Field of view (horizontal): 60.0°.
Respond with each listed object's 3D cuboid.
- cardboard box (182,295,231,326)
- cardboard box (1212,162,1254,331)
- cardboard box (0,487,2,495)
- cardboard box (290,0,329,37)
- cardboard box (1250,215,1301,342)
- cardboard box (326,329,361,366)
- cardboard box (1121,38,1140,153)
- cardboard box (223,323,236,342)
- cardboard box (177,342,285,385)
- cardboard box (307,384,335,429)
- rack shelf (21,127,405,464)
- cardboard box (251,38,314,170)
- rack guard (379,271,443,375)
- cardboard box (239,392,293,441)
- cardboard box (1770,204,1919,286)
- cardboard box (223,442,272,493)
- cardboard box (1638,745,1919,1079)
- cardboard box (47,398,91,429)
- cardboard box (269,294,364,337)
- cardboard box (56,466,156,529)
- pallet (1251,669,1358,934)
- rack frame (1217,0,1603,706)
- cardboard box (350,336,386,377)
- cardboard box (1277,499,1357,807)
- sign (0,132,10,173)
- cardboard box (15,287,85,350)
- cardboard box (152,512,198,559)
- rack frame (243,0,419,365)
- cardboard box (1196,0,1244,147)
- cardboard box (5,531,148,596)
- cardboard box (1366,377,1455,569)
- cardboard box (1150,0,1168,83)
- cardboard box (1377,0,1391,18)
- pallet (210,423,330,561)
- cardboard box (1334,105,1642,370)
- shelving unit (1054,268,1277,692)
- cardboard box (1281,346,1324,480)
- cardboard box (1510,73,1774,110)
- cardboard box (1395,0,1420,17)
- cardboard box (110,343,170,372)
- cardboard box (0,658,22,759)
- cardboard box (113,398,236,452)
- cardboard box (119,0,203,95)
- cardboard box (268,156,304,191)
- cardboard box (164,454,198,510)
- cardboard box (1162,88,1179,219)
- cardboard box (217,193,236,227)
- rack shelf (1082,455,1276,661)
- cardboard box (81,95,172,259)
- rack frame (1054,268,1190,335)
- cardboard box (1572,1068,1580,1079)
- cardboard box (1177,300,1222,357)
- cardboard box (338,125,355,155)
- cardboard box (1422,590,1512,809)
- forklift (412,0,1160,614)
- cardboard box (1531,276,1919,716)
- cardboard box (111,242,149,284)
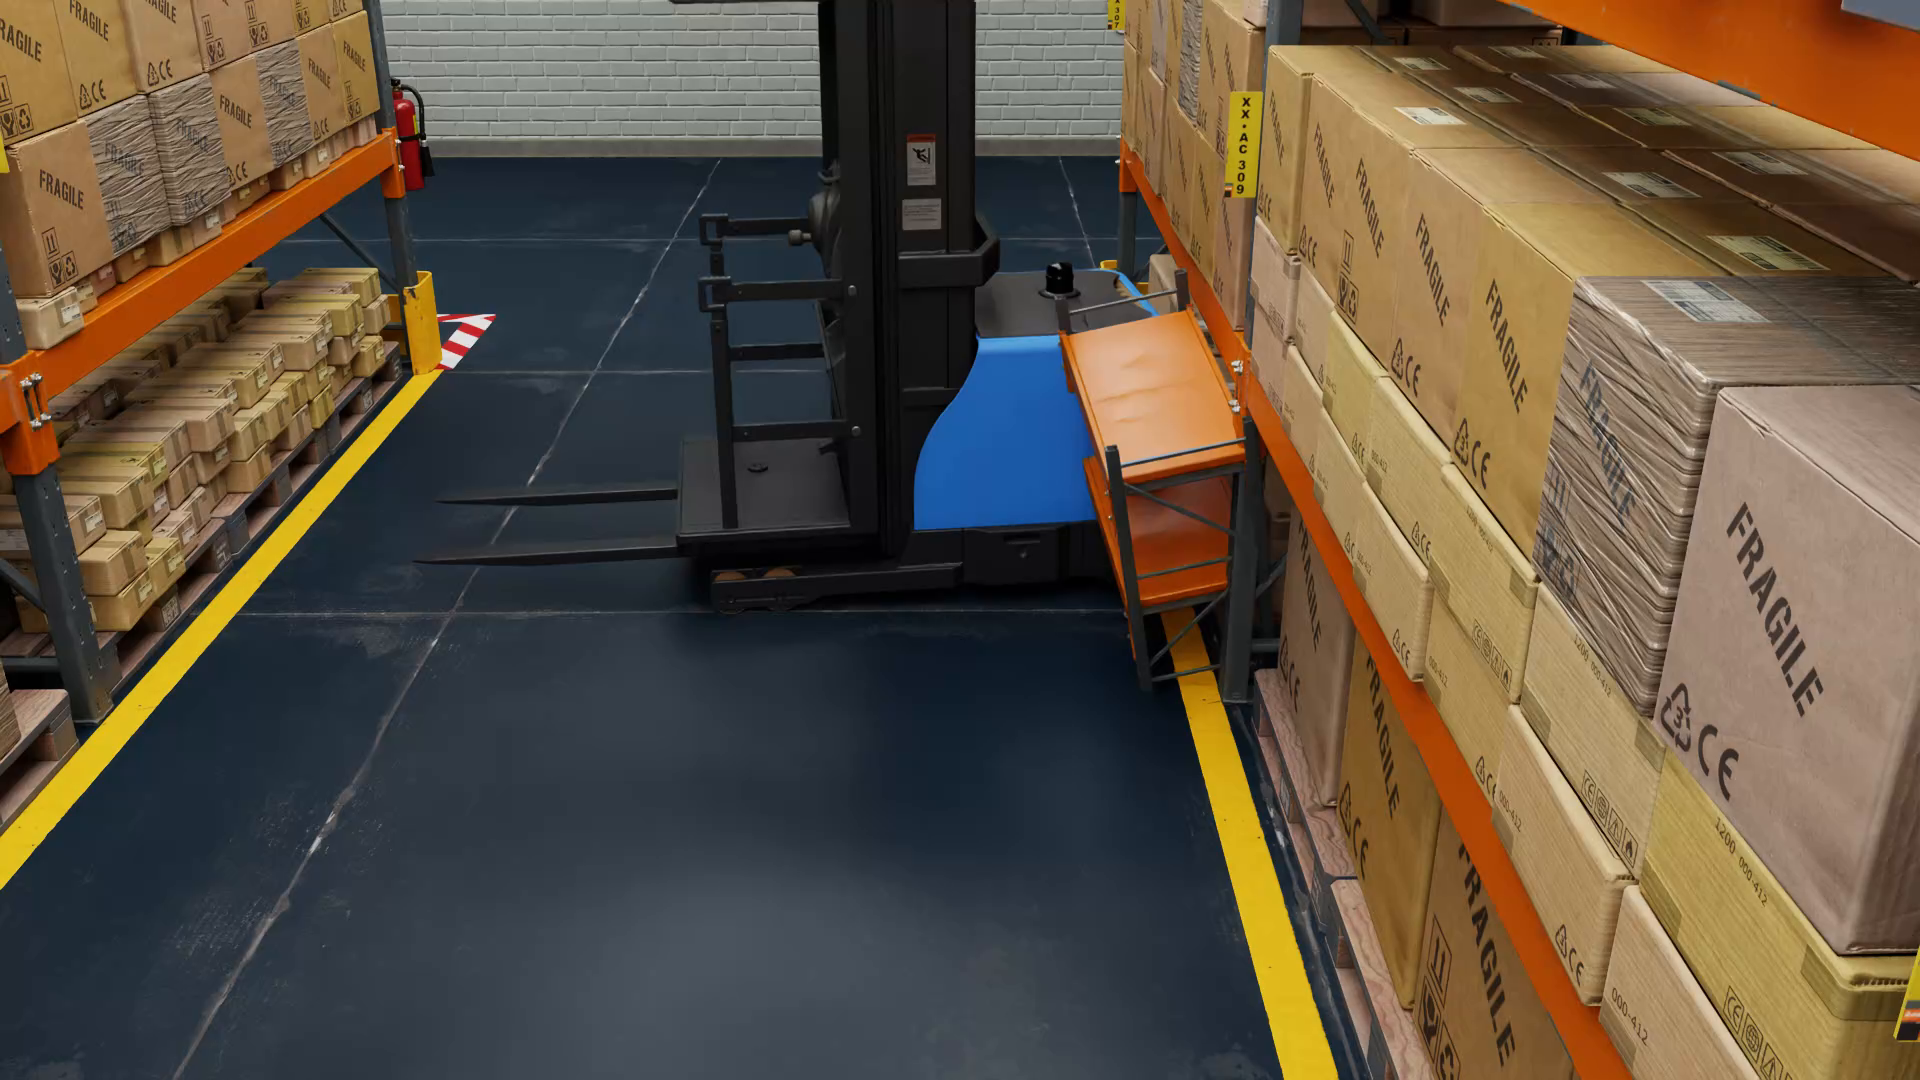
[{"bbox_3d":[-3.890,-1.116,8.306,0.380,0.149,0.250,0,24,-1],"label":"cardboard box"},{"bbox_3d":[1.178,-1.039,5.786,0.500,0.500,0.500,0,24,0],"label":"cardboard box"},{"bbox_3d":[-3.817,-0.154,6.177,0.380,0.149,0.250,0,24,0],"label":"cardboard box"},{"bbox_3d":[-3.295,-2.628,7.725,0.500,0.500,0.500,-1,24,-2],"label":"cardboard box"},{"bbox_3d":[1.161,-0.780,4.911,0.500,0.250,0.500,-1,24,-2],"label":"cardboard box"},{"bbox_3d":[-3.255,-0.985,8.378,0.380,0.149,0.250,-1,24,-3],"label":"cardboard box"},{"bbox_3d":[1.113,-2.298,8.570,0.500,0.500,0.500,0,24,-1],"label":"cardboard box"},{"bbox_3d":[-3.767,-0.985,8.377,0.380,0.149,0.250,0,24,0],"label":"cardboard box"},{"bbox_3d":[-3.330,-0.798,7.602,0.380,0.149,0.250,-1,24,-2],"label":"cardboard box"},{"bbox_3d":[-3.238,-0.643,7.981,0.380,0.149,0.250,-1,24,-3],"label":"cardboard box"},{"bbox_3d":[-3.532,-1.236,7.216,1.077,0.370,4.000,0,24,-1],"label":"rack shelf"},{"bbox_3d":[-3.276,-1.964,7.470,0.500,0.500,0.500,0,24,0],"label":"cardboard box"},{"bbox_3d":[-3.553,-1.218,9.335,1.175,0.500,0.348,0,24,-1],"label":"rack guard"},{"bbox_3d":[-3.222,-0.553,7.422,0.380,0.149,0.250,0,24,0],"label":"cardboard box"},{"bbox_3d":[1.716,-0.278,2.890,0.500,0.500,0.500,0,24,1],"label":"cardboard box"},{"bbox_3d":[-3.248,-0.318,7.263,0.380,0.149,0.250,-1,24,-2],"label":"cardboard box"},{"bbox_3d":[1.222,0.487,2.109,0.500,0.250,0.500,0,24,-1],"label":"cardboard box"},{"bbox_3d":[-3.847,-0.475,6.887,0.380,0.149,0.250,-1,24,-3],"label":"cardboard box"},{"bbox_3d":[-3.220,-1.124,8.324,0.380,0.149,0.250,-1,24,-2],"label":"cardboard box"},{"bbox_3d":[-3.251,-0.160,6.191,0.380,0.149,0.250,1,24,2],"label":"cardboard box"},{"bbox_3d":[1.522,0.785,5.259,1.003,0.211,1.213,0,24,-1],"label":"pallet"},{"bbox_3d":[1.438,-0.803,5.386,1.000,3.000,0.127,0,24,-1],"label":"rack frame"},{"bbox_3d":[-3.236,-0.959,8.680,0.380,0.149,0.250,0,24,1],"label":"cardboard box"},{"bbox_3d":[1.525,0.228,5.174,0.875,0.875,0.875,0,24,1],"label":"cardboard box"},{"bbox_3d":[-2.956,-1.271,5.015,0.100,0.325,0.005,0,24,-1],"label":"sign"},{"bbox_3d":[-3.186,-0.743,5.558,0.380,0.149,0.250,1,24,1],"label":"cardboard box"},{"bbox_3d":[-3.251,0.005,6.549,0.380,0.149,0.250,0,24,-1],"label":"cardboard box"},{"bbox_3d":[-3.554,-2.388,8.889,1.000,3.000,0.127,0,24,-1],"label":"rack frame"},{"bbox_3d":[1.159,-1.707,6.049,0.500,0.500,0.500,-1,24,-1],"label":"cardboard box"},{"bbox_3d":[-3.194,0.082,6.018,0.380,0.149,0.250,1,24,2],"label":"cardboard box"},{"bbox_3d":[1.181,-0.149,3.515,0.500,0.250,0.500,-1,24,-2],"label":"cardboard box"},{"bbox_3d":[1.141,-2.329,7.424,0.500,0.500,0.500,0,24,-1],"label":"cardboard box"},{"bbox_3d":[1.222,-1.835,5.545,0.380,0.149,0.250,0,24,1],"label":"cardboard box"},{"bbox_3d":[-3.569,-0.250,7.546,1.003,0.211,1.213,0,24,-1],"label":"pallet"},{"bbox_3d":[1.192,-0.706,3.836,0.500,0.500,0.500,-1,24,-2],"label":"cardboard box"},{"bbox_3d":[0.753,-0.214,6.132,0.538,1.125,1.048,-12,37,1],"label":"shelving unit"},{"bbox_3d":[1.186,-0.339,4.542,0.500,0.250,0.500,-1,24,-2],"label":"cardboard box"},{"bbox_3d":[1.707,-0.908,4.284,0.500,0.500,0.500,0,24,0],"label":"cardboard box"},{"bbox_3d":[1.675,-1.837,5.550,0.380,0.149,0.250,0,24,0],"label":"cardboard box"},{"bbox_3d":[-3.854,-0.792,7.588,0.380,0.149,0.250,0,24,0],"label":"cardboard box"},{"bbox_3d":[-3.250,0.512,5.002,0.500,0.500,0.500,-1,24,-2],"label":"cardboard box"},{"bbox_3d":[-3.250,-0.476,6.891,0.380,0.149,0.250,0,24,1],"label":"cardboard box"},{"bbox_3d":[-3.267,-1.985,6.302,0.500,0.500,0.500,0,24,0],"label":"cardboard box"},{"bbox_3d":[-3.285,-1.721,7.719,0.380,0.149,0.250,-1,24,-3],"label":"cardboard box"},{"bbox_3d":[-3.326,-0.234,6.715,0.380,0.149,0.250,-1,24,-3],"label":"cardboard box"},{"bbox_3d":[1.156,-1.674,7.190,0.500,0.500,0.500,1,24,1],"label":"cardboard box"},{"bbox_3d":[-3.299,-1.396,7.001,0.380,0.149,0.250,1,24,1],"label":"cardboard box"},{"bbox_3d":[0.796,-0.024,6.280,0.538,0.278,1.000,-12,37,1],"label":"rack shelf"},{"bbox_3d":[-3.276,-1.330,6.068,0.500,0.500,0.500,0,24,-1],"label":"cardboard box"},{"bbox_3d":[0.695,-0.517,6.535,0.500,1.125,0.032,-12,37,1],"label":"rack frame"},{"bbox_3d":[1.557,1.337,2.723,0.875,0.875,0.875,0,24,-1],"label":"cardboard box"},{"bbox_3d":[1.520,-0.827,8.038,0.875,0.438,0.875,0,24,1],"label":"cardboard box"},{"bbox_3d":[-3.303,-2.038,8.420,0.380,0.149,0.250,0,24,-1],"label":"cardboard box"},{"bbox_3d":[1.206,0.288,3.155,0.500,0.250,0.500,0,24,-1],"label":"cardboard box"},{"bbox_3d":[-0.700,-1.273,6.507,3.031,2.935,1.130,-3,25,-7],"label":"forklift"},{"bbox_3d":[1.201,-0.080,2.451,0.500,0.500,0.500,0,24,0],"label":"cardboard box"},{"bbox_3d":[-3.316,-1.071,6.283,0.380,0.149,0.250,-1,24,-3],"label":"cardboard box"}]
